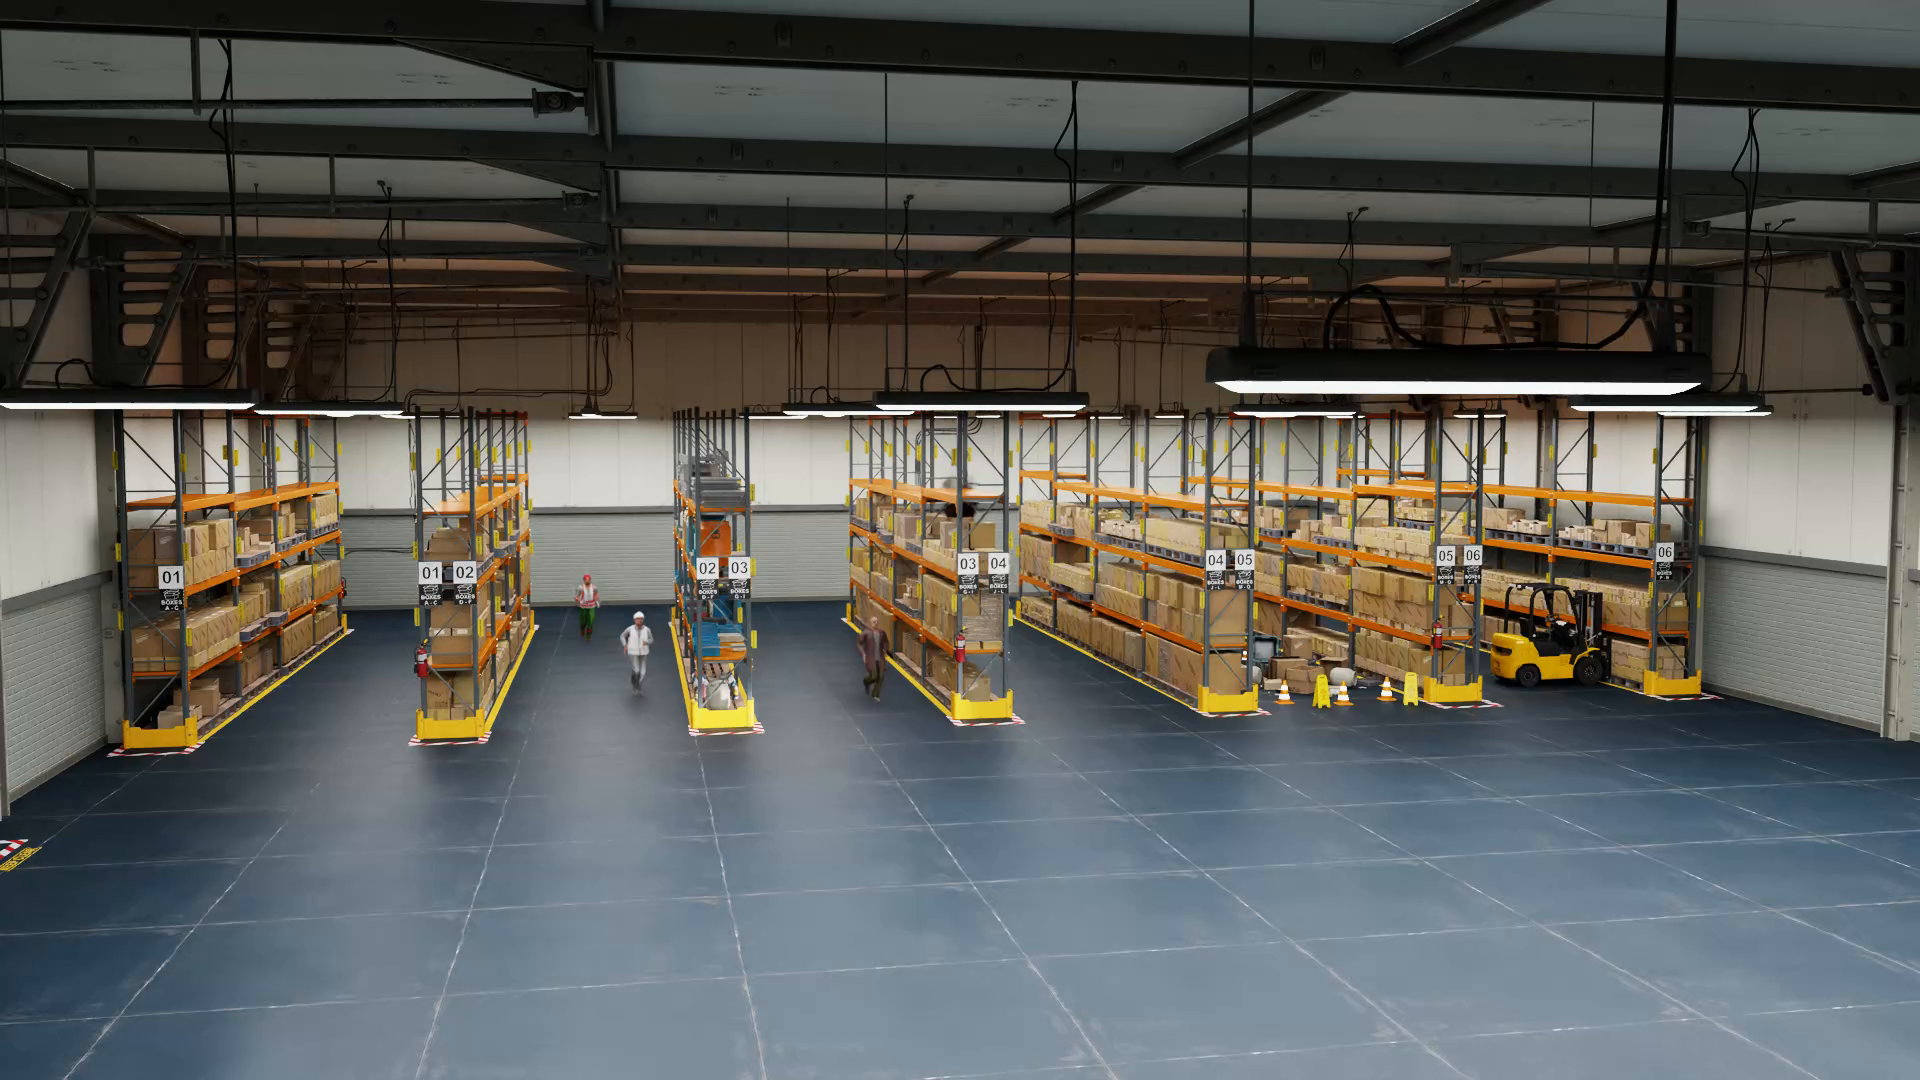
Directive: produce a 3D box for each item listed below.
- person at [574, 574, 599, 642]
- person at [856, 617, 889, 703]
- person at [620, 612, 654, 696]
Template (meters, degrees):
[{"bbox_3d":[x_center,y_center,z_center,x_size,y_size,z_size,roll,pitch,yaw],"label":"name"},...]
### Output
[{"bbox_3d":[-9.729,1.764,43.398,0.653,1.750,0.720,-2,4,-25],"label":"person"},{"bbox_3d":[-1.762,2.444,34.076,0.709,1.737,0.640,-2,4,-25],"label":"person"},{"bbox_3d":[-6.689,2.376,34.603,0.644,1.751,0.642,-2,4,-25],"label":"person"}]
